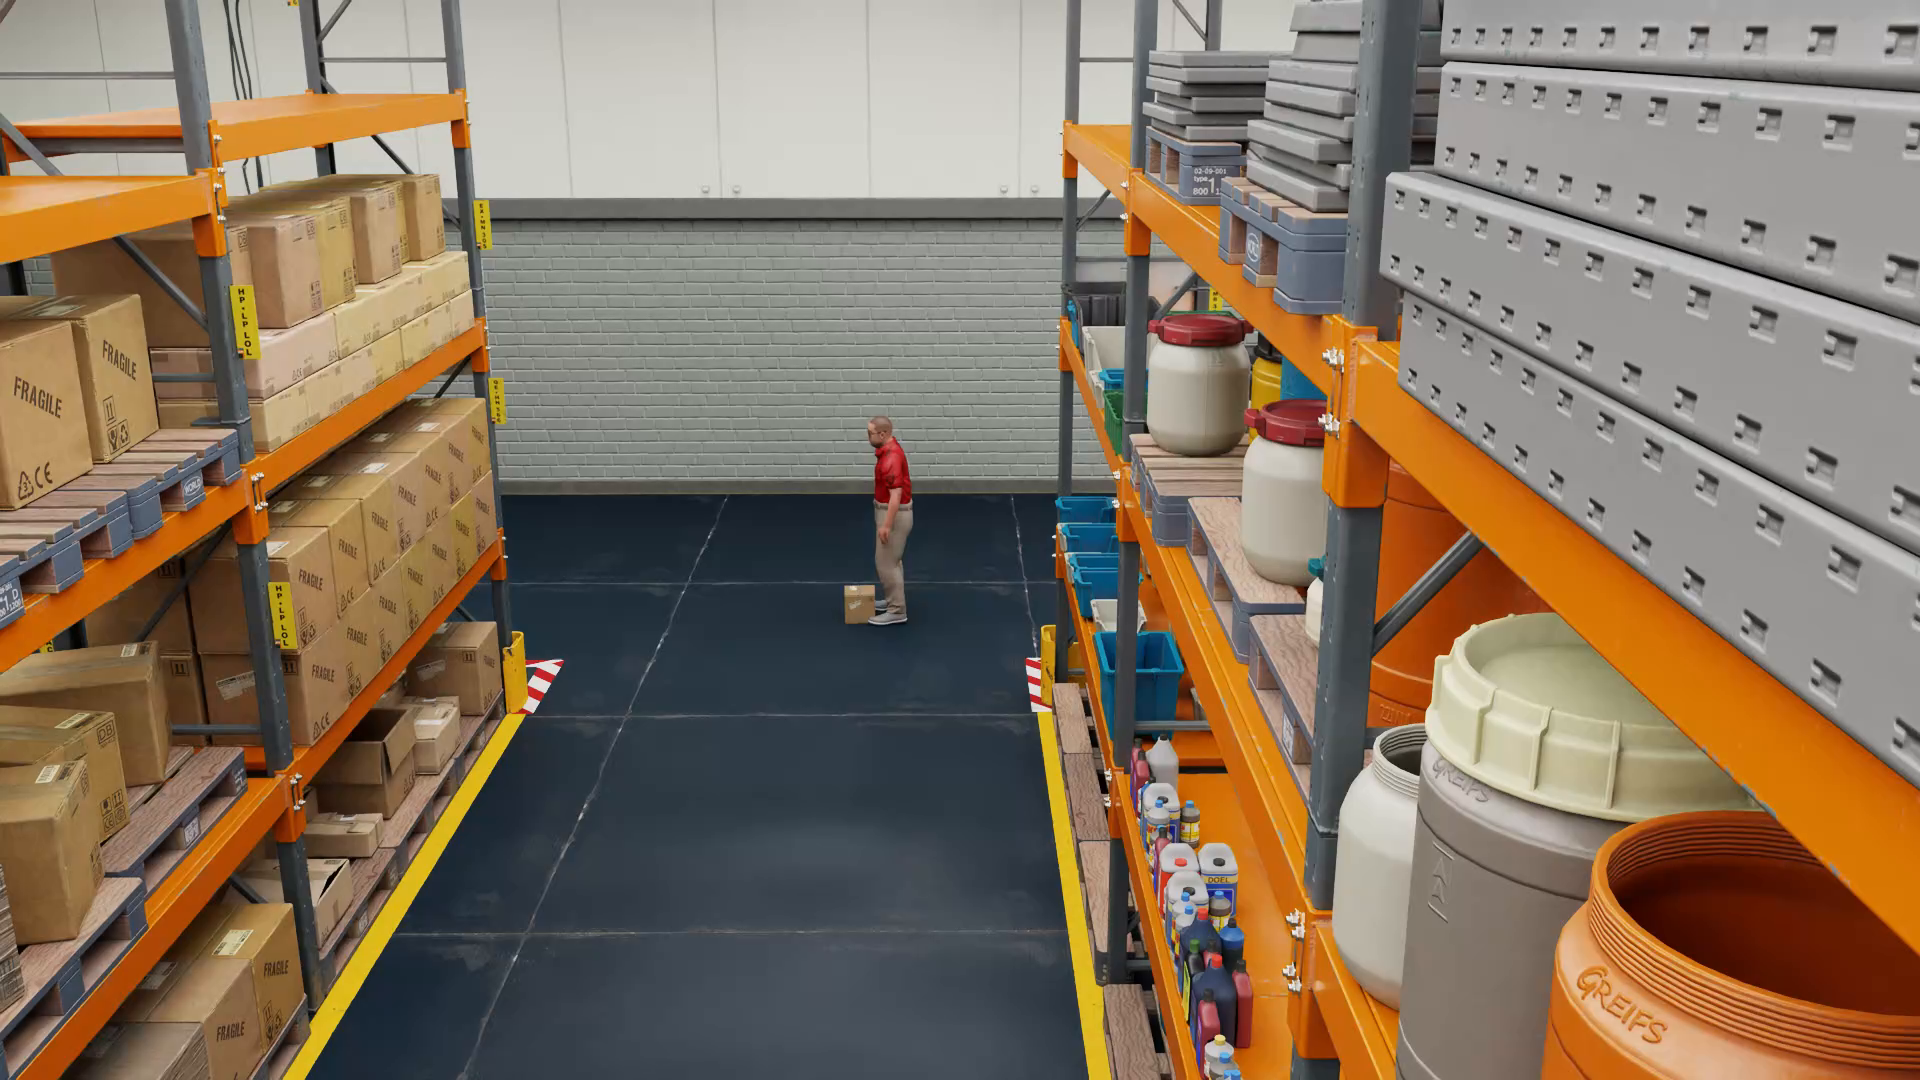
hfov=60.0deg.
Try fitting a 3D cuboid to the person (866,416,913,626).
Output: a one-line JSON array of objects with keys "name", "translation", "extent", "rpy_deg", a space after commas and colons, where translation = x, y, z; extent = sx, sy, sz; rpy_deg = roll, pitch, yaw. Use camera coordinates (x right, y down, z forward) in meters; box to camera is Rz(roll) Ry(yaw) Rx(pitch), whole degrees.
[{"name": "person", "translation": [-0.579, -0.175, 13.638], "extent": [0.384, 1.728, 0.602], "rpy_deg": [-1, 17, -3]}]
